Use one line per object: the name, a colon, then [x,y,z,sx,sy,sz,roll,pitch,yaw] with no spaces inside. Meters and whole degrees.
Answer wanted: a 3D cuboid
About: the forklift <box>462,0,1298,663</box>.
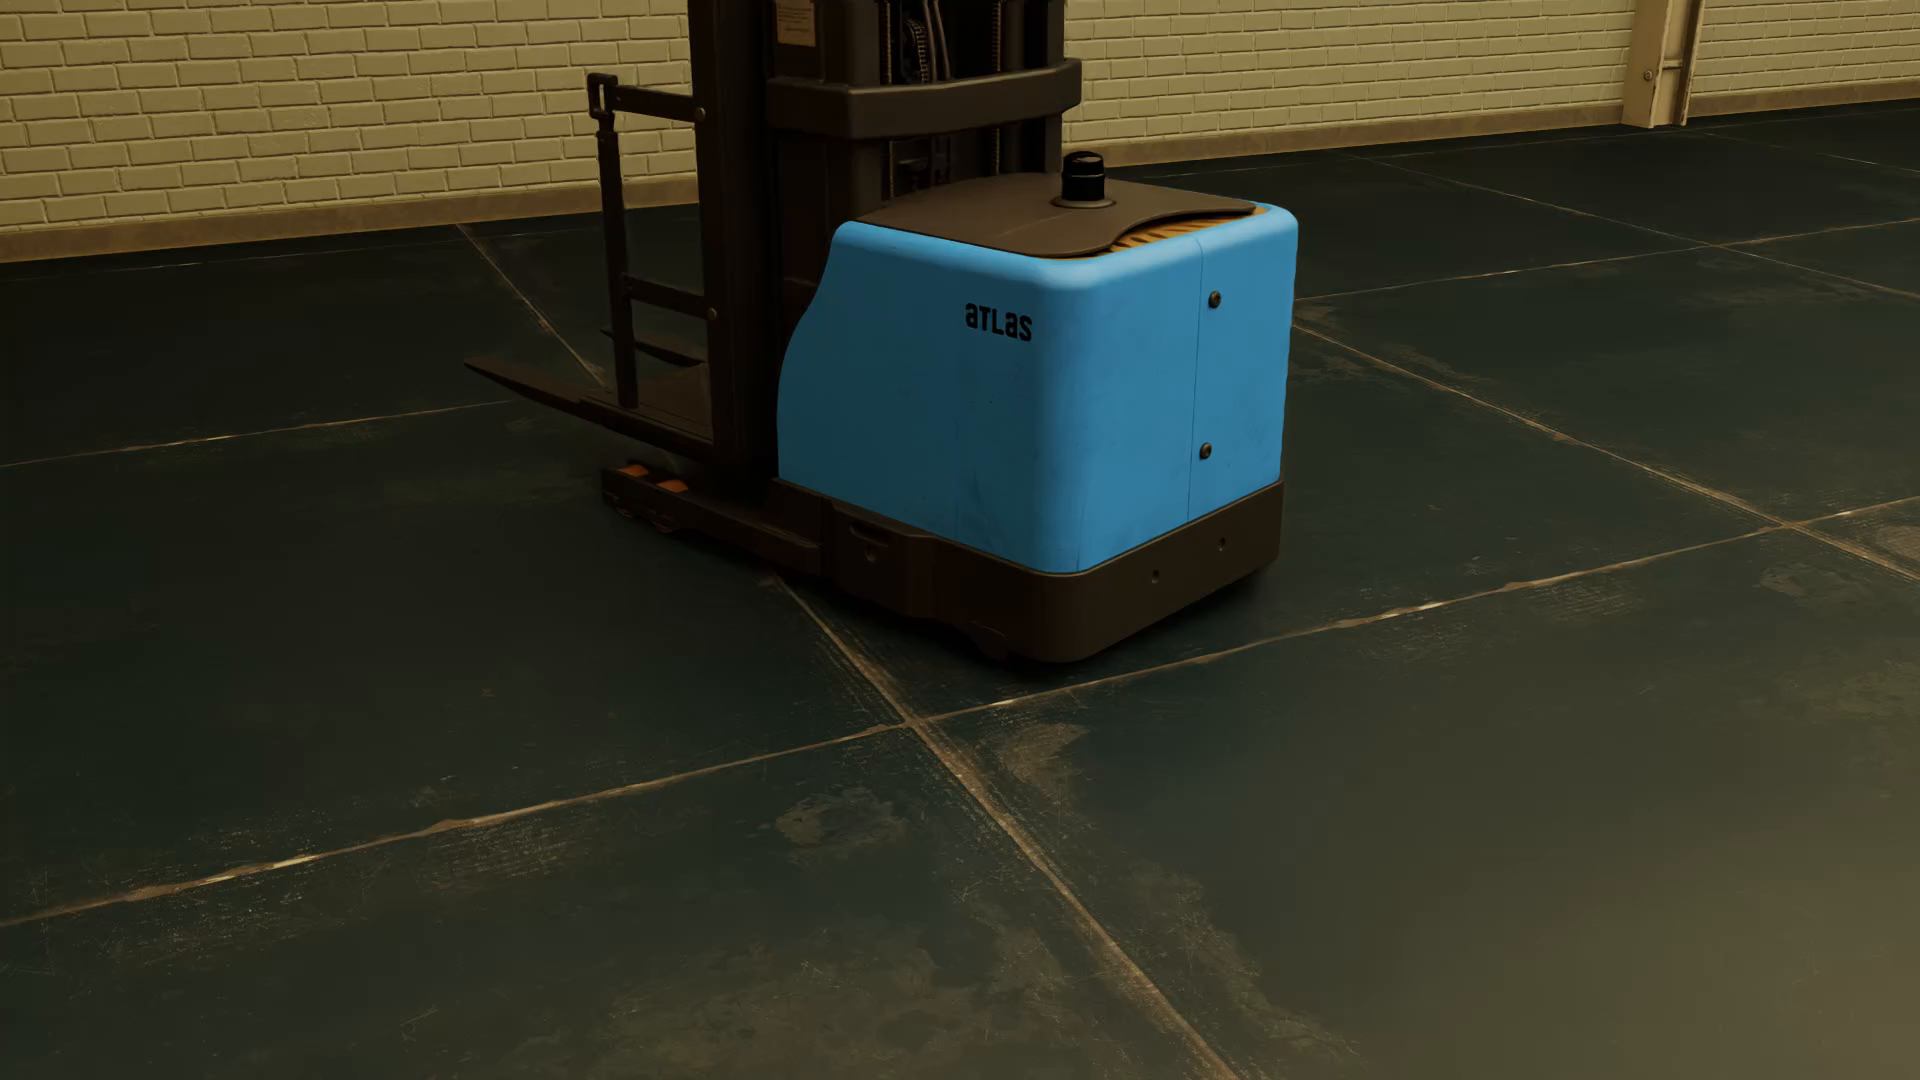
forklift: [-0.497,-1.504,4.906,3.031,2.935,1.130,20,30,39]
